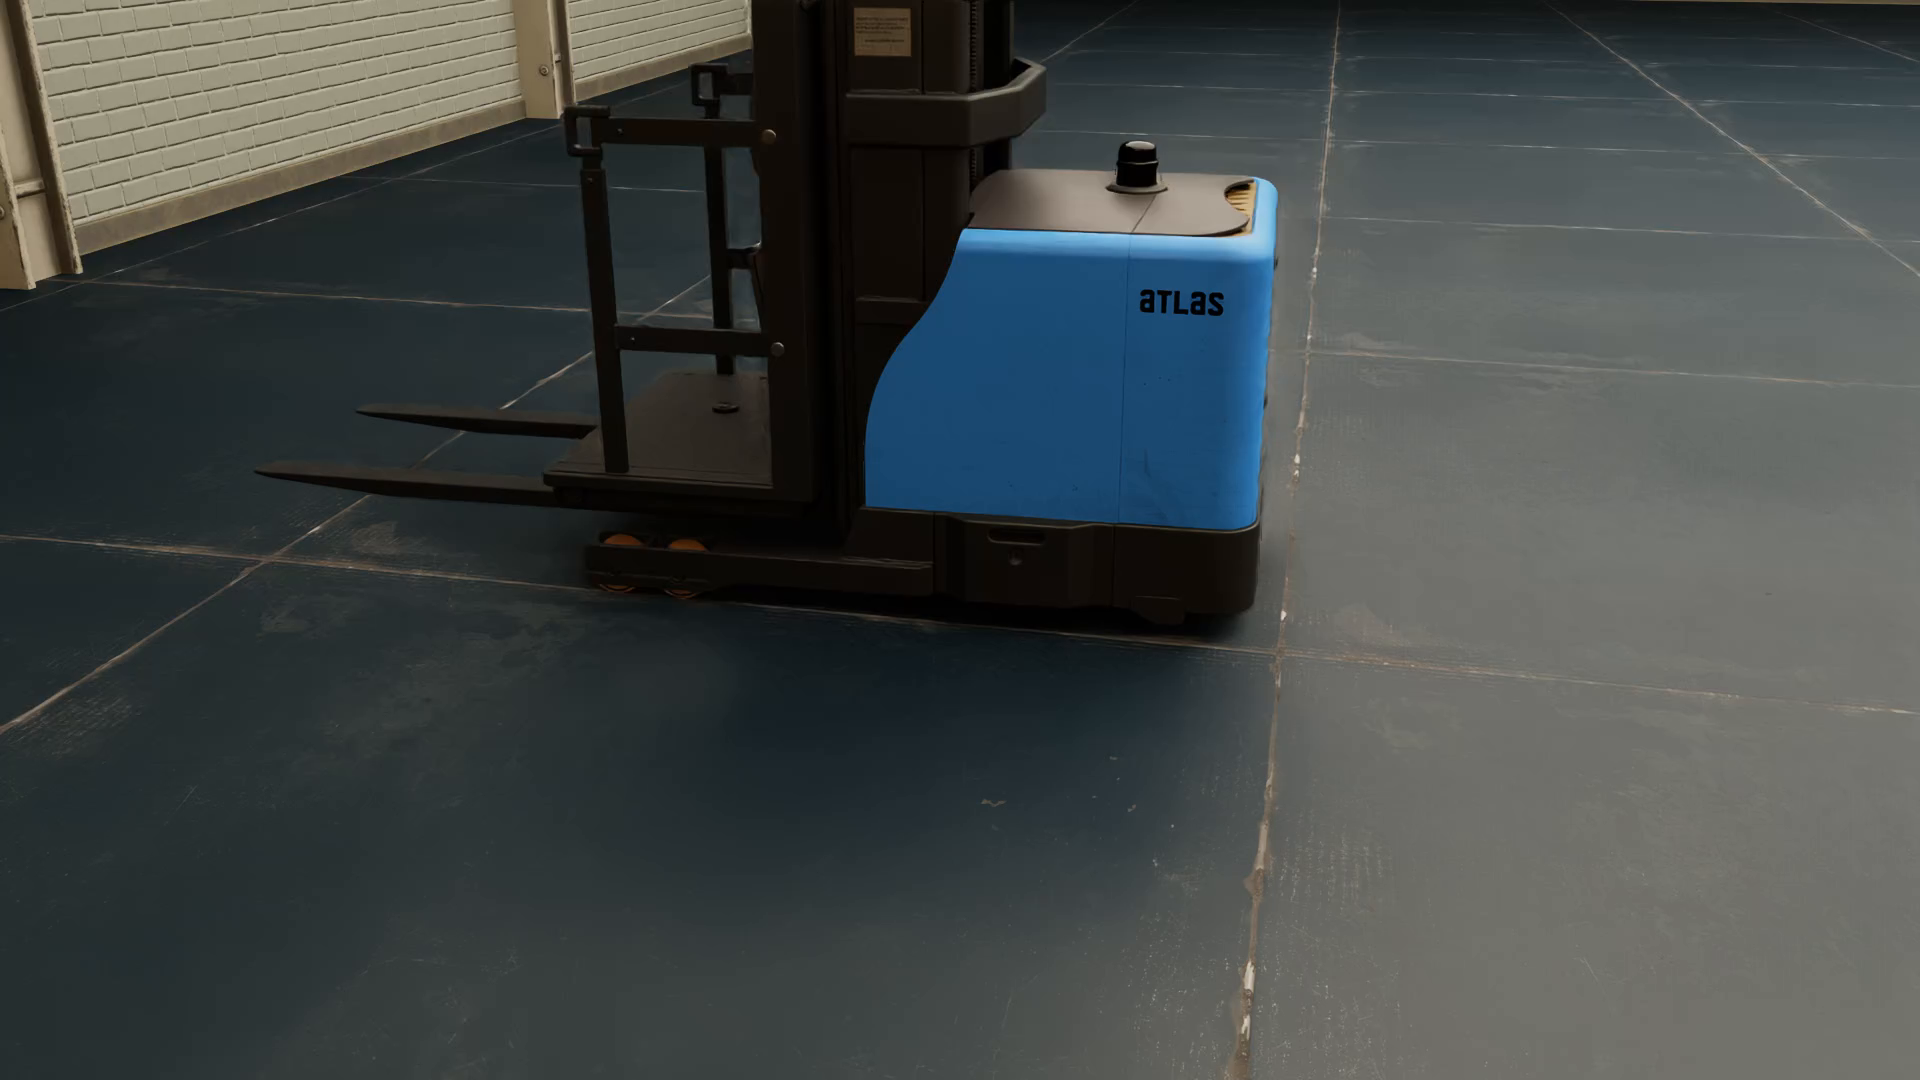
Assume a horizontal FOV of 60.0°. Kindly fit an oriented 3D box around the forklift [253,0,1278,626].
[{"bbox_3d":[-0.611,-1.381,4.654,3.031,2.935,1.130,4,23,10],"label":"forklift"}]
